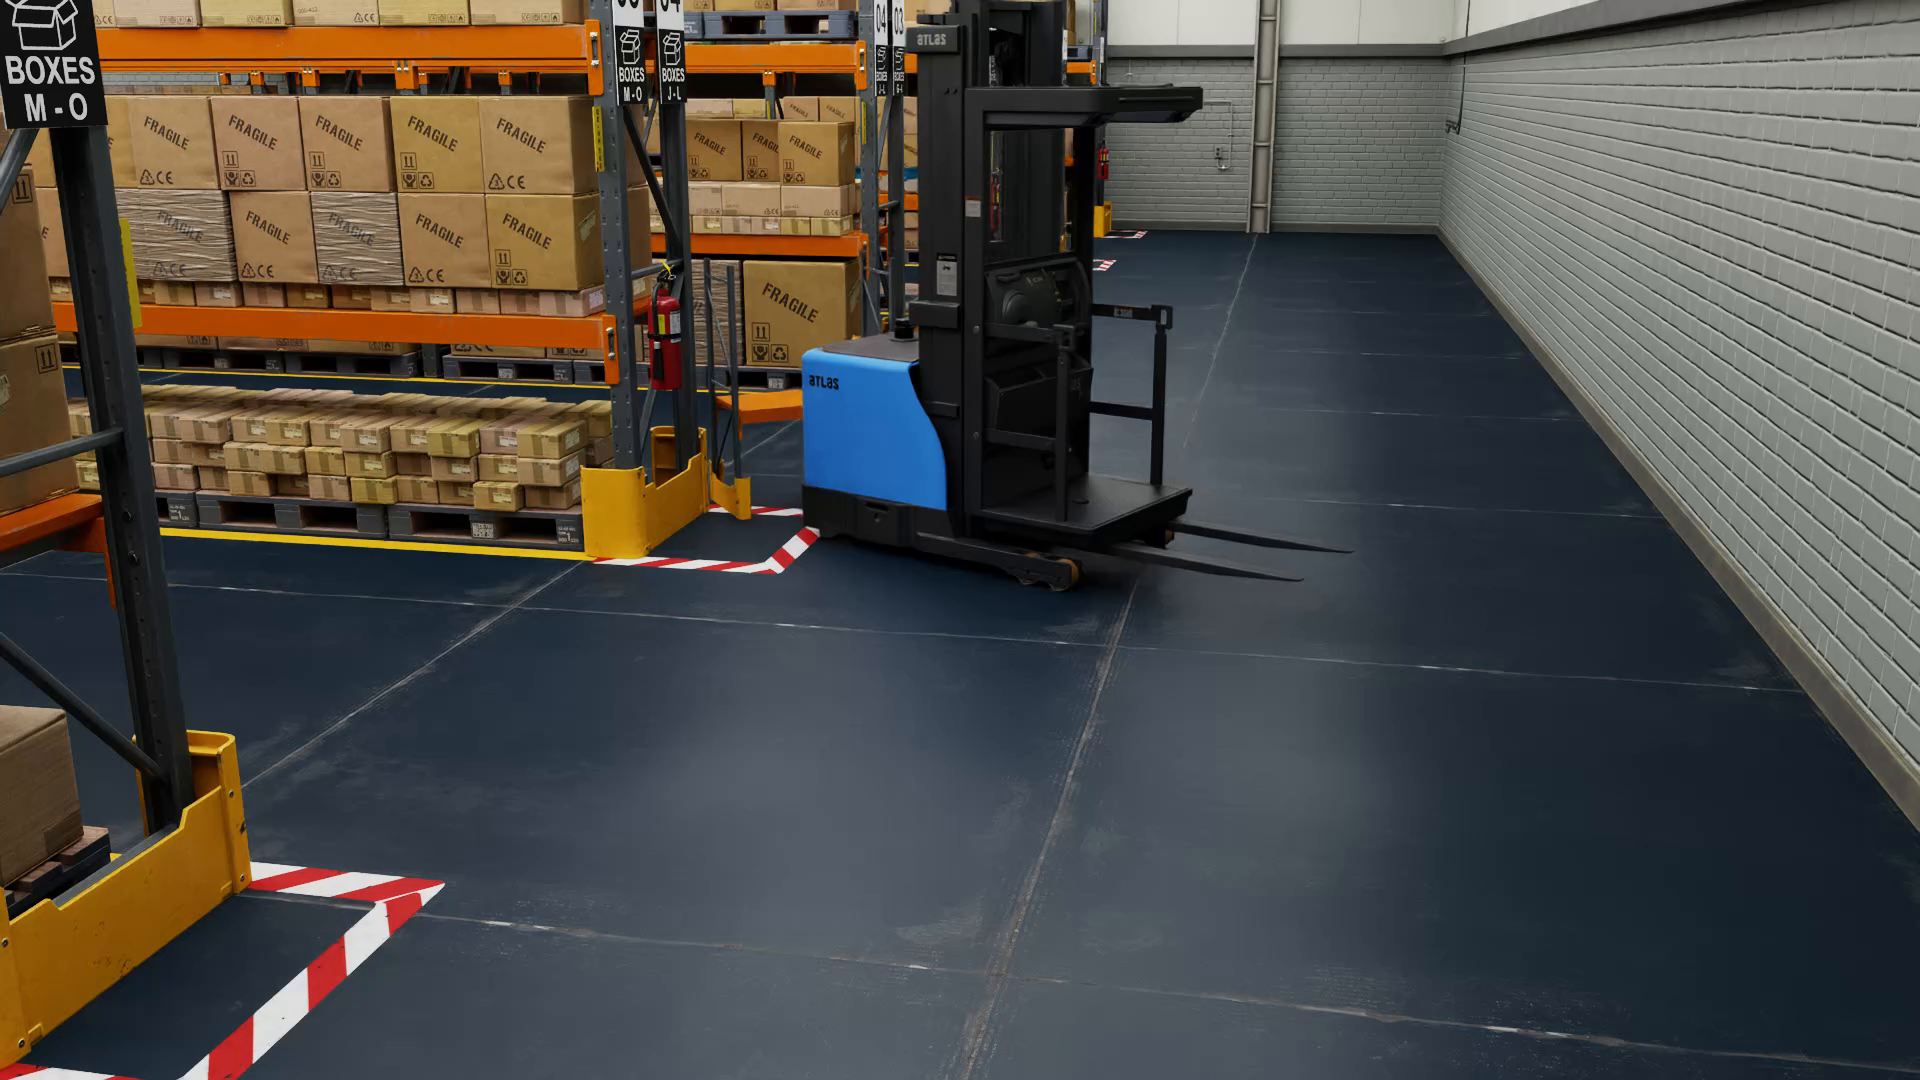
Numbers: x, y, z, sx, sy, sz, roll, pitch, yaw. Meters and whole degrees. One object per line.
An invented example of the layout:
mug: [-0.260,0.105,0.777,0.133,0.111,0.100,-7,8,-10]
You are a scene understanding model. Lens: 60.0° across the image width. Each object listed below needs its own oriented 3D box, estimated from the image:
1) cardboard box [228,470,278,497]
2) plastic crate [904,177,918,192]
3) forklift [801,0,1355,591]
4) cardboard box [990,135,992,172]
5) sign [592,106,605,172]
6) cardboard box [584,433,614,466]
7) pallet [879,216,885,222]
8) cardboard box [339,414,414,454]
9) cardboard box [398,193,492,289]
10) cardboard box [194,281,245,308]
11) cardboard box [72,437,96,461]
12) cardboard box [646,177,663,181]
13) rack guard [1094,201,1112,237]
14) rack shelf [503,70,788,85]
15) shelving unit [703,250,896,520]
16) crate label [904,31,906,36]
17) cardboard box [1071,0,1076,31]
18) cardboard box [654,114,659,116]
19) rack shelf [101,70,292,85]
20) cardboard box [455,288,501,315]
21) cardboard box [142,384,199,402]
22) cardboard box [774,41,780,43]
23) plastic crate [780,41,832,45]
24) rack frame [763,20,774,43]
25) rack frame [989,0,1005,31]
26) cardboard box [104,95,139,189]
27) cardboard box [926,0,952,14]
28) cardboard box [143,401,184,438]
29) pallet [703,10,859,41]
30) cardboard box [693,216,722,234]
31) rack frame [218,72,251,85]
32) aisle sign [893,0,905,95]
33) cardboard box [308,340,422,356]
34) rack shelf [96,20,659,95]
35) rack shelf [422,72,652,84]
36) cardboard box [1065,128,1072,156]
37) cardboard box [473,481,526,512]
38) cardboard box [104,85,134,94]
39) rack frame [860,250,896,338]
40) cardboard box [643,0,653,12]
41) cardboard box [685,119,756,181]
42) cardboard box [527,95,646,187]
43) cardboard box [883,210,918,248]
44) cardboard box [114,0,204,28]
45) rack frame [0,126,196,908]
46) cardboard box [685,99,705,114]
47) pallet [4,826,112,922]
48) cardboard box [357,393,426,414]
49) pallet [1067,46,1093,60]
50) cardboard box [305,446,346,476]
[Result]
cardboard box: [-4.075,-0.373,9.774,0.250,0.149,0.380,3,16,10]
plastic crate: [-0.488,-3.979,18.620,0.243,0.136,0.396,3,16,11]
forklift: [0.589,-1.311,8.733,3.031,2.935,1.130,11,19,34]
cardboard box: [0.335,-5.405,23.197,0.500,0.500,0.500,3,16,12]
sign: [-1.858,-2.060,8.548,0.005,0.325,0.100,3,16,11]
cardboard box: [-2.190,-0.561,9.893,0.250,0.149,0.380,4,16,13]
pallet: [-0.869,-5.481,28.884,1.213,0.211,1.003,3,16,11]
cardboard box: [-3.326,-0.610,9.514,0.250,0.149,0.380,4,16,13]
cardboard box: [-2.723,-1.671,9.159,0.500,0.500,0.500,3,16,10]
cardboard box: [-4.135,-1.427,9.497,0.250,0.149,0.380,4,16,14]
cardboard box: [-5.090,-0.585,9.983,0.250,0.149,0.380,3,16,11]
cardboard box: [-2.571,-3.033,14.546,0.500,0.250,0.500,3,16,10]
rack guard: [2.345,-5.467,28.293,0.348,0.500,1.175,3,16,11]
rack shelf: [-4.542,-6.795,24.132,4.000,0.370,1.077,3,16,11]
shelving unit: [-0.957,-0.975,10.201,1.083,1.500,0.587,-7,17,-25]
crate label: [-0.493,-5.589,18.709,0.502,0.251,0.408,3,16,11]
cardboard box: [1.654,-8.760,27.782,0.500,0.500,0.500,2,16,9]
cardboard box: [-5.093,-7.207,29.109,0.500,0.500,0.500,4,16,13]
rack shelf: [-12.382,-7.221,25.669,4.000,0.370,1.077,3,16,11]
cardboard box: [-2.588,-1.348,9.212,0.250,0.149,0.380,3,16,11]
cardboard box: [-4.988,-0.868,10.444,0.250,0.149,0.380,3,16,12]
cardboard box: [-2.997,-8.680,28.578,0.500,0.500,0.700,3,16,10]
plastic crate: [-1.727,-5.445,18.405,0.530,0.136,0.437,3,16,11]
rack frame: [-2.582,-8.481,23.252,0.127,3.000,1.000,3,16,11]
rack frame: [0.347,-6.973,17.807,0.127,3.000,1.000,3,16,11]
cardboard box: [-4.743,-2.269,9.445,0.500,0.500,0.500,3,16,9]
cardboard box: [-0.153,-7.423,22.991,0.500,0.500,0.700,3,16,11]
cardboard box: [-4.835,-0.718,9.906,0.250,0.149,0.380,3,16,10]
pallet: [-1.369,-4.225,13.674,1.213,0.211,1.003,3,16,11]
cardboard box: [-2.056,-2.651,13.916,0.250,0.149,0.380,3,16,10]
rack frame: [-13.358,-7.524,31.036,0.127,3.000,1.000,3,16,11]
aisle sign: [-0.510,-4.113,13.852,0.004,0.787,0.394,3,16,11]
cardboard box: [-5.191,-2.206,15.030,0.875,0.875,1.225,3,16,11]
rack shelf: [-3.687,-2.699,9.345,4.000,0.370,1.077,3,16,11]
rack shelf: [-7.478,-8.304,29.579,4.000,0.370,1.077,3,16,11]
cardboard box: [1.819,-6.842,28.012,0.700,0.700,0.980,4,16,14]
cardboard box: [-2.557,-0.283,9.448,0.250,0.149,0.380,4,16,13]
cardboard box: [-12.824,-6.817,25.867,0.500,0.500,0.700,3,16,11]
rack frame: [-0.507,-1.032,10.410,0.032,1.500,0.500,-7,17,-25]
cardboard box: [-2.771,-4.622,13.779,0.500,0.500,0.700,4,16,14]
cardboard box: [-2.055,-3.367,14.347,0.500,0.500,0.500,3,16,10]
cardboard box: [-2.115,-2.260,9.416,0.500,0.500,0.500,3,16,11]
cardboard box: [-0.740,-4.500,23.971,0.637,0.503,0.797,3,16,11]
cardboard box: [-4.247,-2.929,9.109,0.500,0.250,0.500,4,16,13]
rack frame: [-2.615,-0.193,4.571,0.127,3.000,1.000,3,16,11]
cardboard box: [-4.598,-7.541,28.911,0.500,0.250,0.500,3,16,10]
pallet: [-3.414,1.128,5.023,1.213,0.211,1.003,3,16,11]
cardboard box: [-3.467,-0.790,10.166,0.250,0.149,0.380,3,16,12]
pallet: [1.592,-8.113,27.707,1.213,0.211,1.003,3,16,11]
cardboard box: [-3.569,-0.489,9.634,0.250,0.149,0.380,4,16,14]
